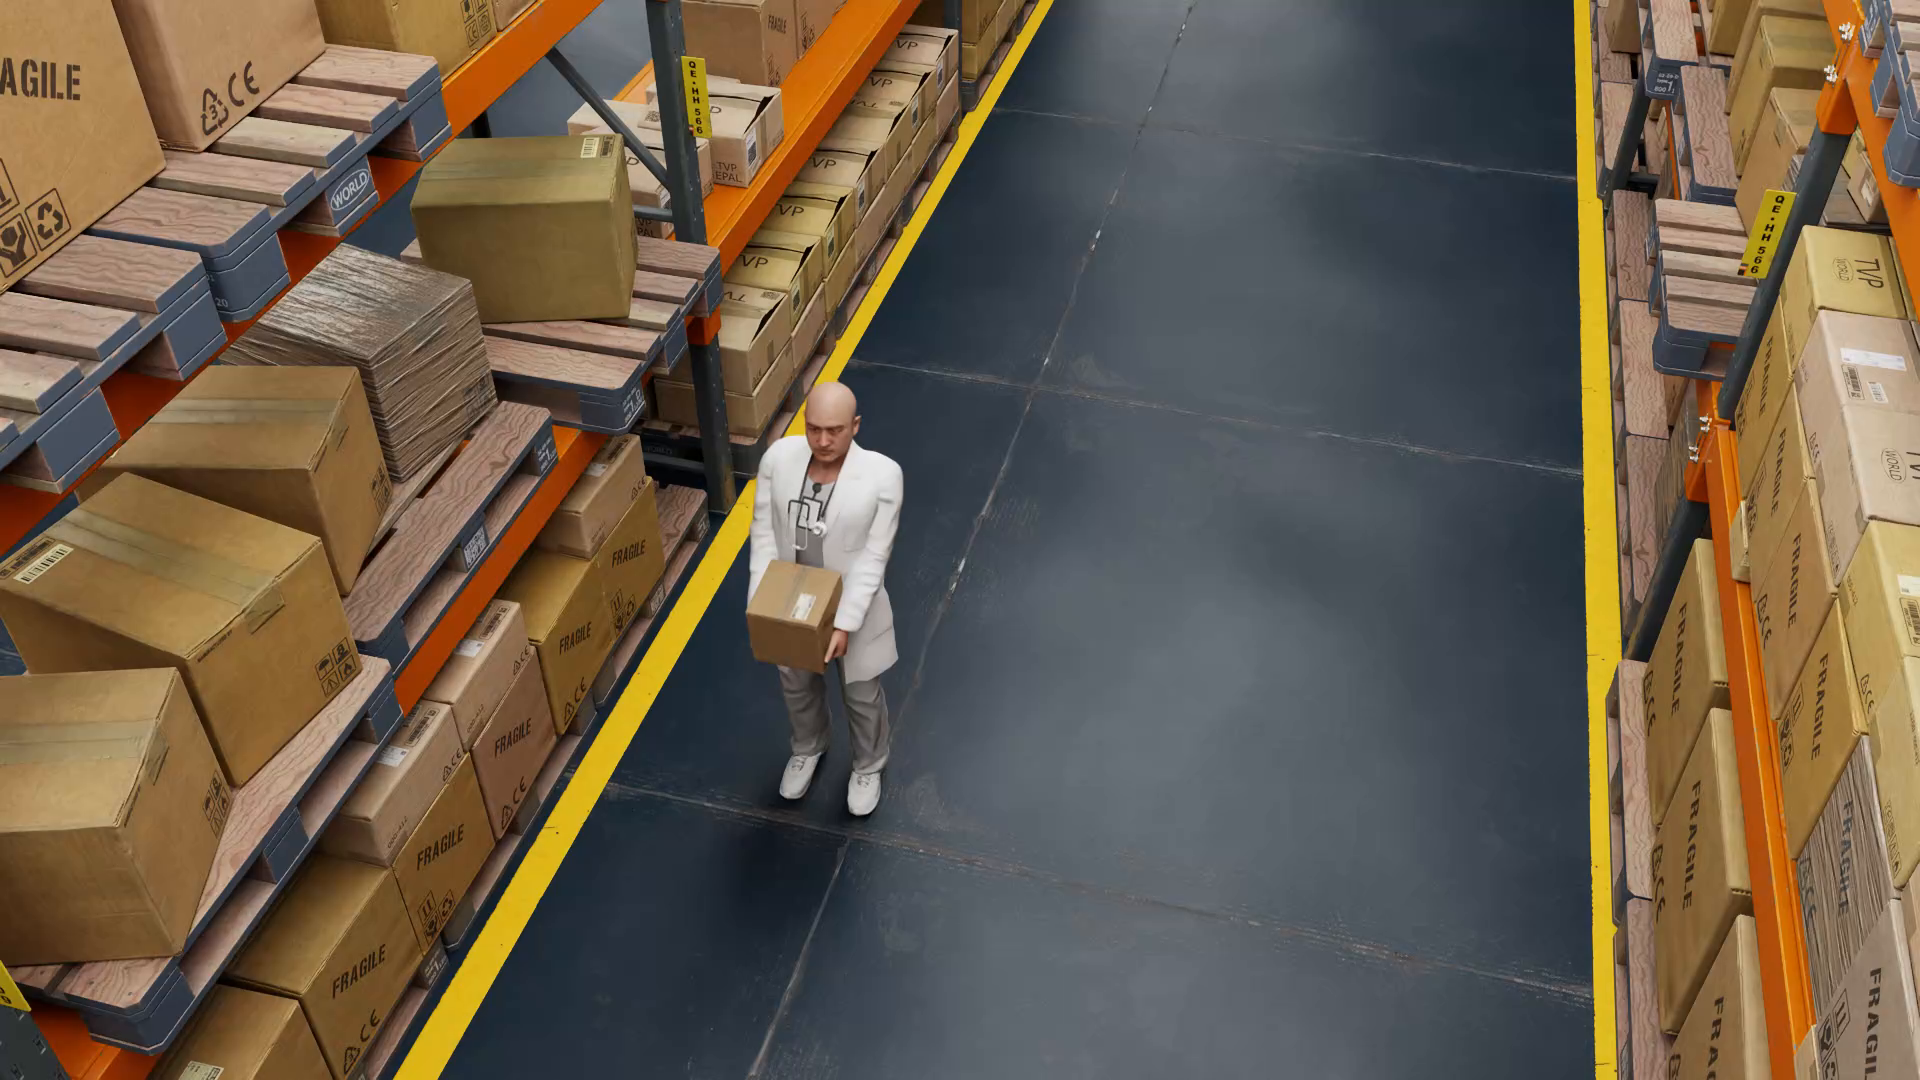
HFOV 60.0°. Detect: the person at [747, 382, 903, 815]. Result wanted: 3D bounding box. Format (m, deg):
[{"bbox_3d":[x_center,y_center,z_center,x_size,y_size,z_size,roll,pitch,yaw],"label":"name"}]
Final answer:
[{"bbox_3d":[-0.488,0.285,5.840,0.529,1.770,0.563,11,42,12],"label":"person"}]
